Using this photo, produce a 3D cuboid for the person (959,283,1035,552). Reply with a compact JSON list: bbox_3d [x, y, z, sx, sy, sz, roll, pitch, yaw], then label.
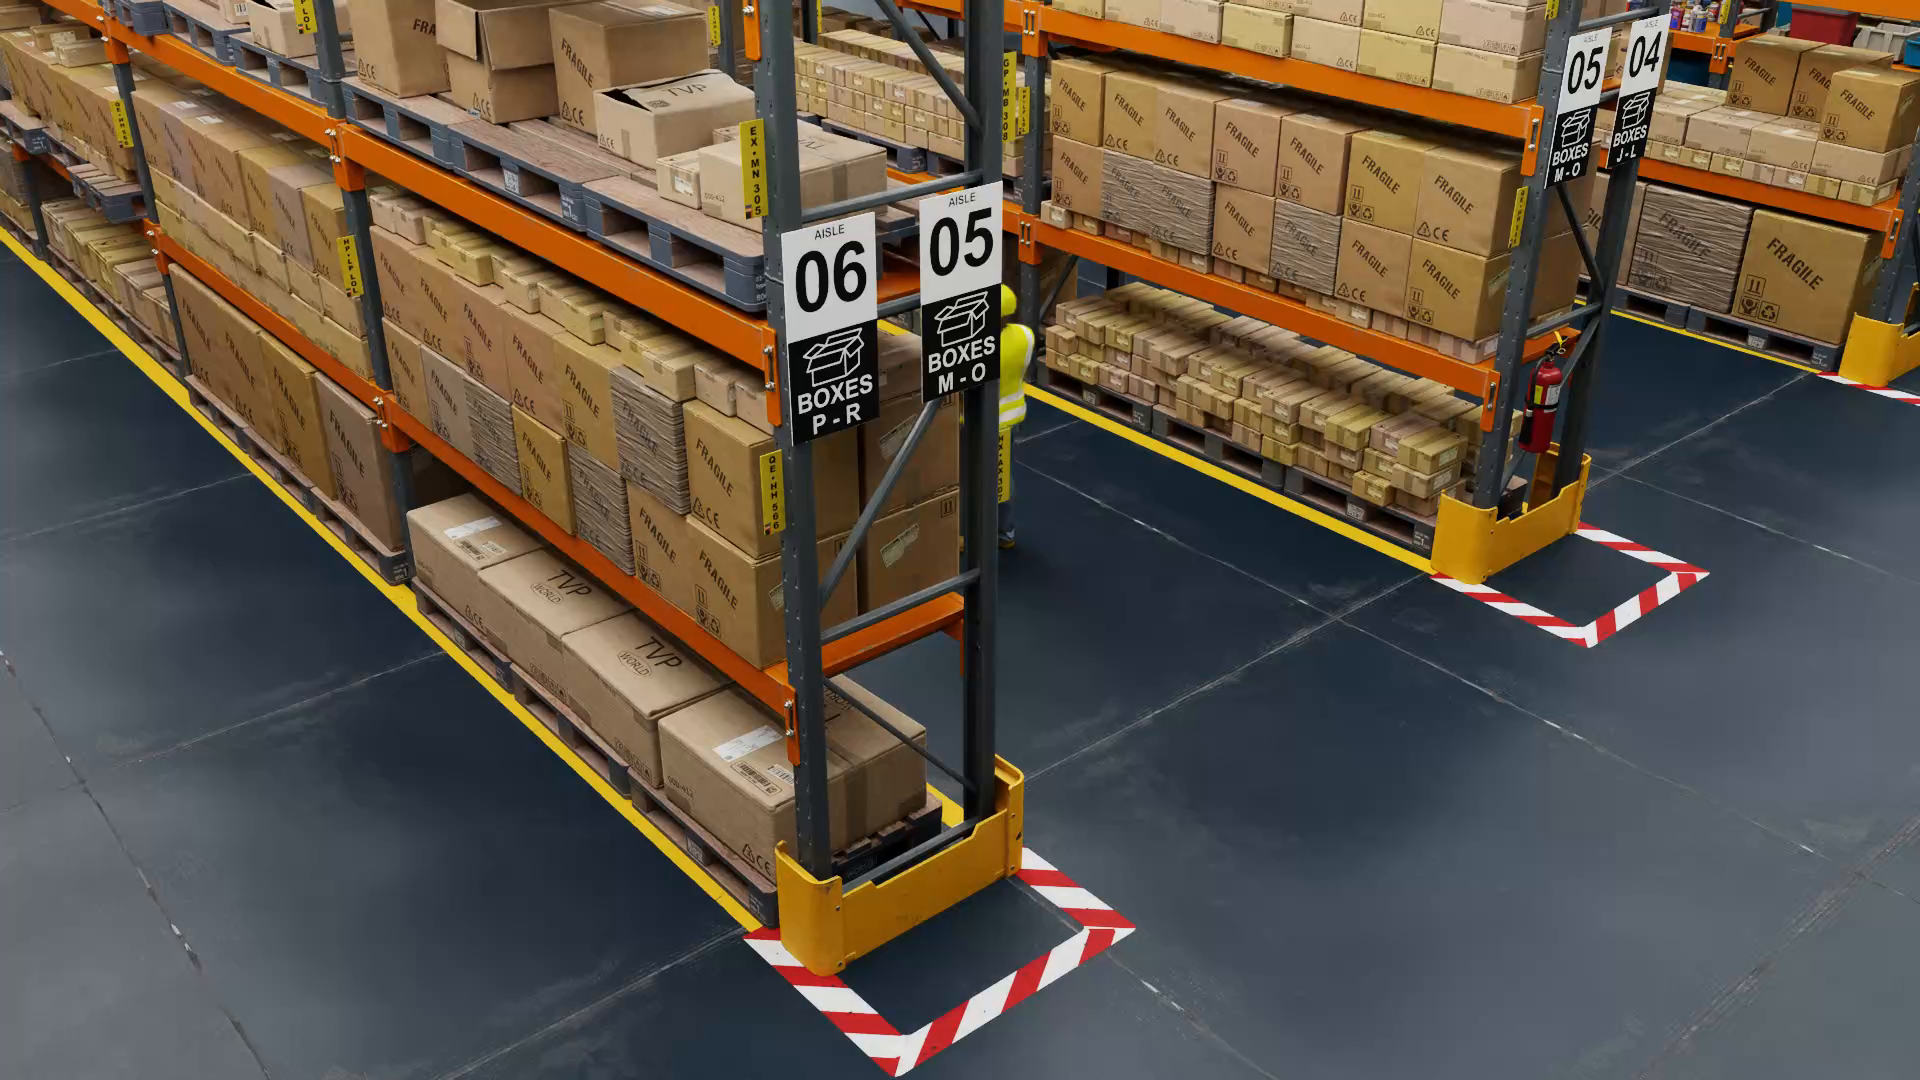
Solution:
[{"bbox_3d":[0.119,-0.752,10.011,0.510,1.767,0.575,-20,34,-33],"label":"person"}]
